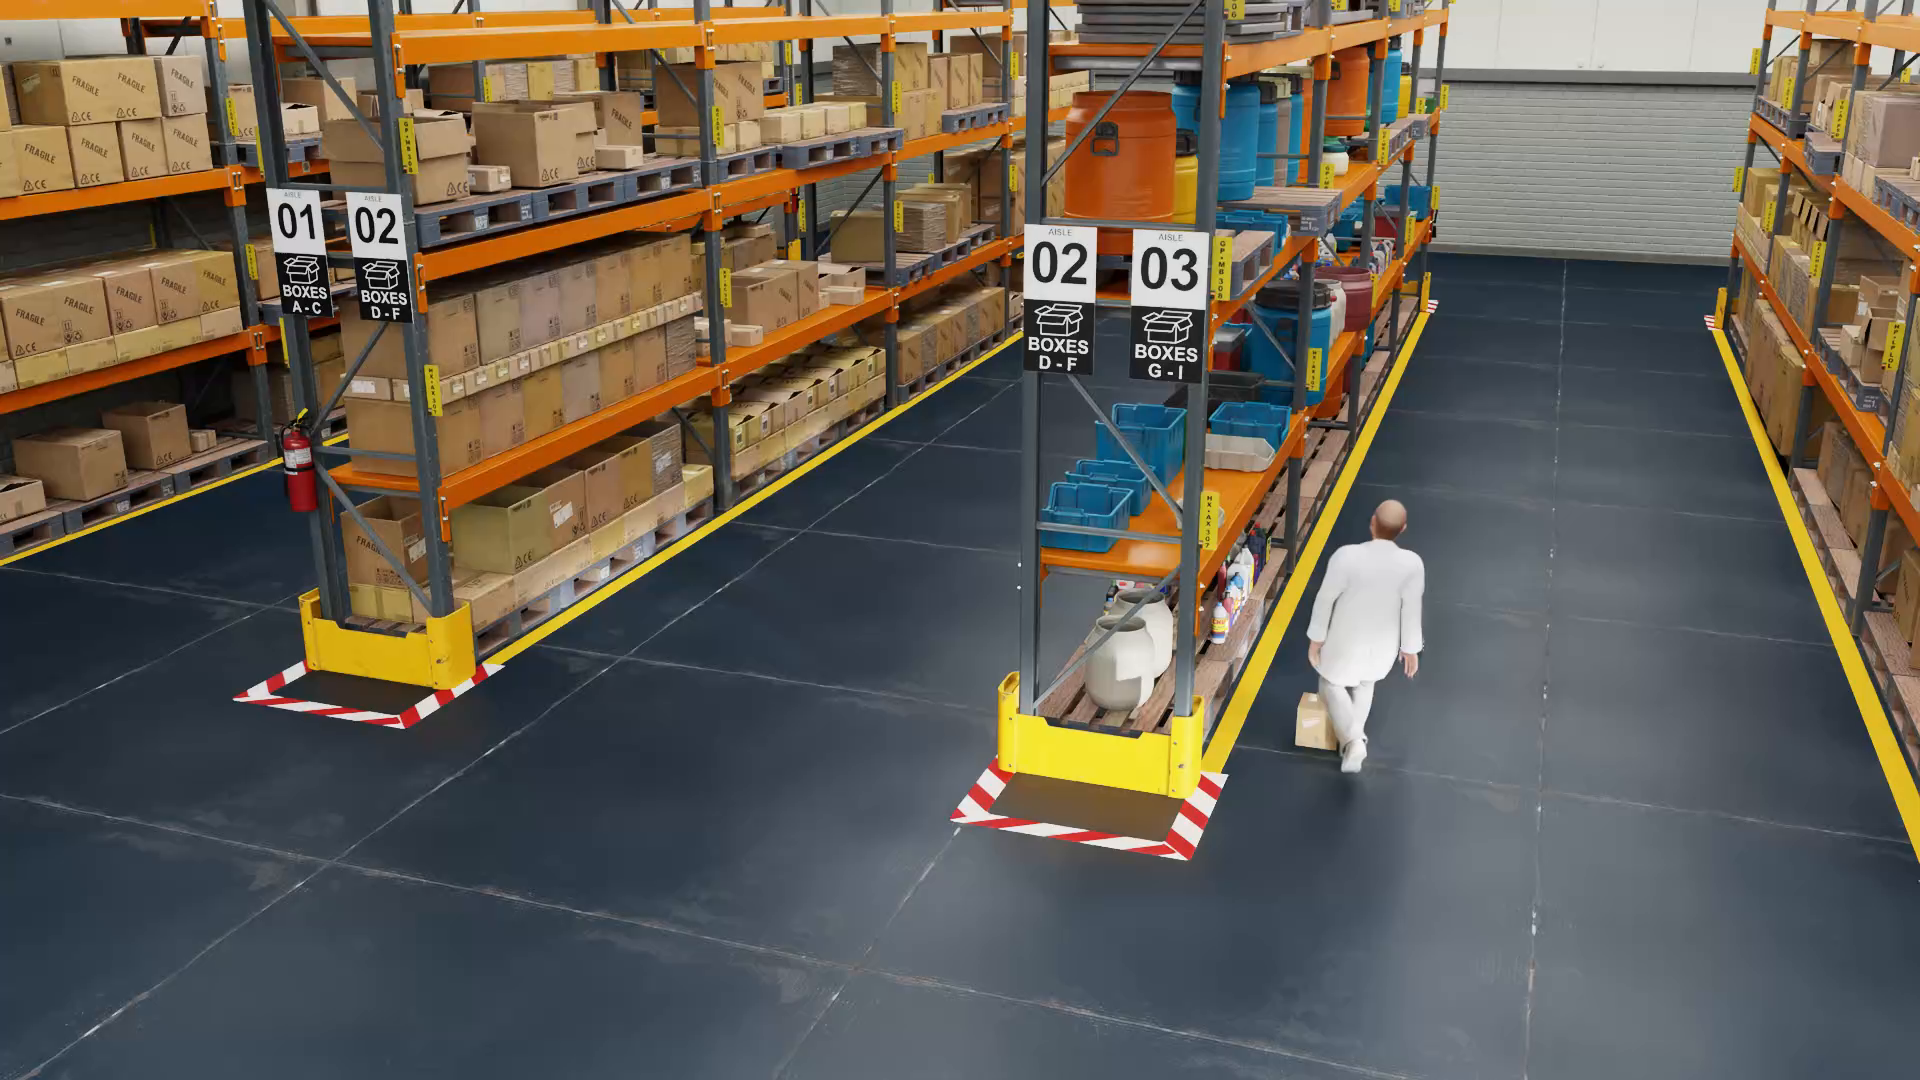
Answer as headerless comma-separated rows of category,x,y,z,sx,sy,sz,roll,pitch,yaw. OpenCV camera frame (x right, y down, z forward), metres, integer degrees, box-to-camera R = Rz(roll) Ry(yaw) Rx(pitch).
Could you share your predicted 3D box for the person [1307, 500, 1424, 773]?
person,2.299,0.531,9.590,0.653,1.708,0.907,-1,18,-2
